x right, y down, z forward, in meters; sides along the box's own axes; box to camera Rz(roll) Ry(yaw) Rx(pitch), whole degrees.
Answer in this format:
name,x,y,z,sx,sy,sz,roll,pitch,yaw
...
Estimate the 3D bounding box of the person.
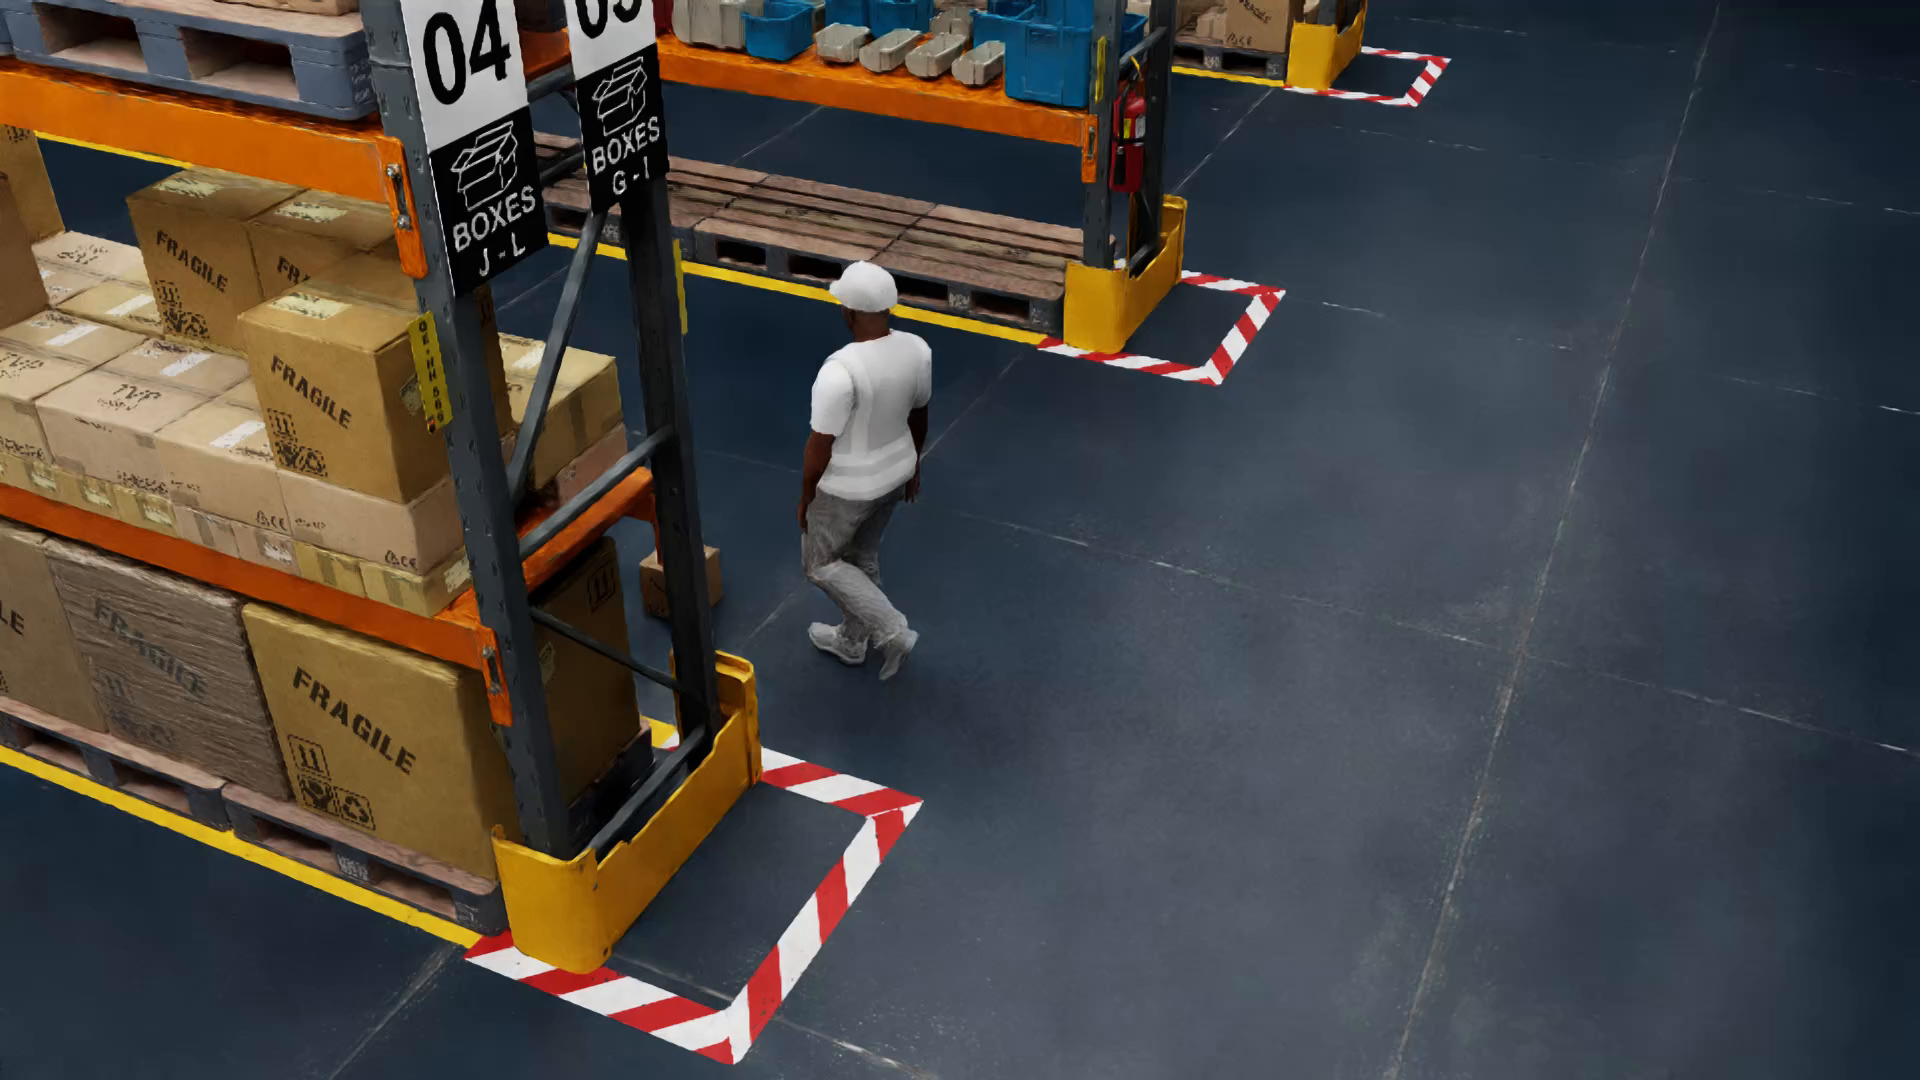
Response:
name,x,y,z,sx,sy,sz,roll,pitch,yaw
person,-0.344,-0.235,6.457,0.669,1.758,0.606,25,41,32
